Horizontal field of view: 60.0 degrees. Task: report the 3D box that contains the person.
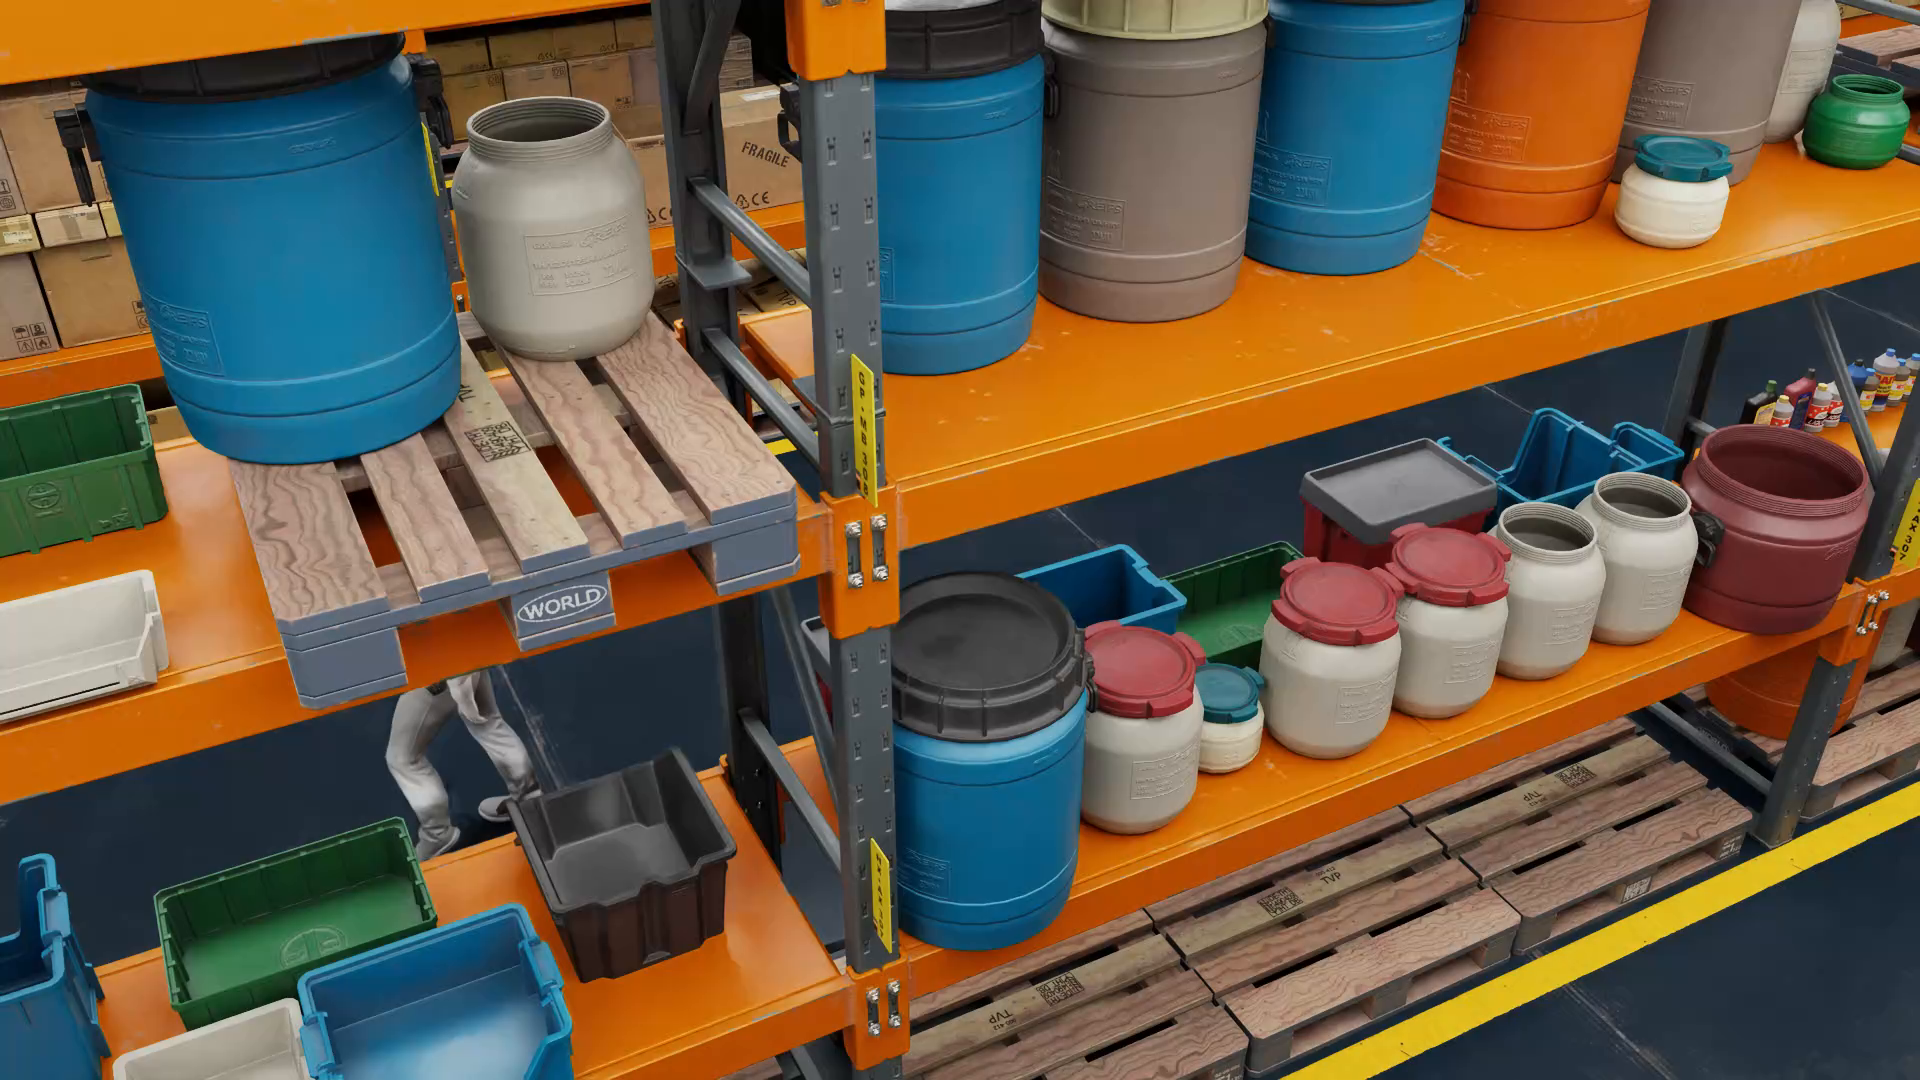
[{"bbox_3d":[-1.972,0.510,6.355,0.566,1.755,0.489,-3,33,-5],"label":"person"}]
